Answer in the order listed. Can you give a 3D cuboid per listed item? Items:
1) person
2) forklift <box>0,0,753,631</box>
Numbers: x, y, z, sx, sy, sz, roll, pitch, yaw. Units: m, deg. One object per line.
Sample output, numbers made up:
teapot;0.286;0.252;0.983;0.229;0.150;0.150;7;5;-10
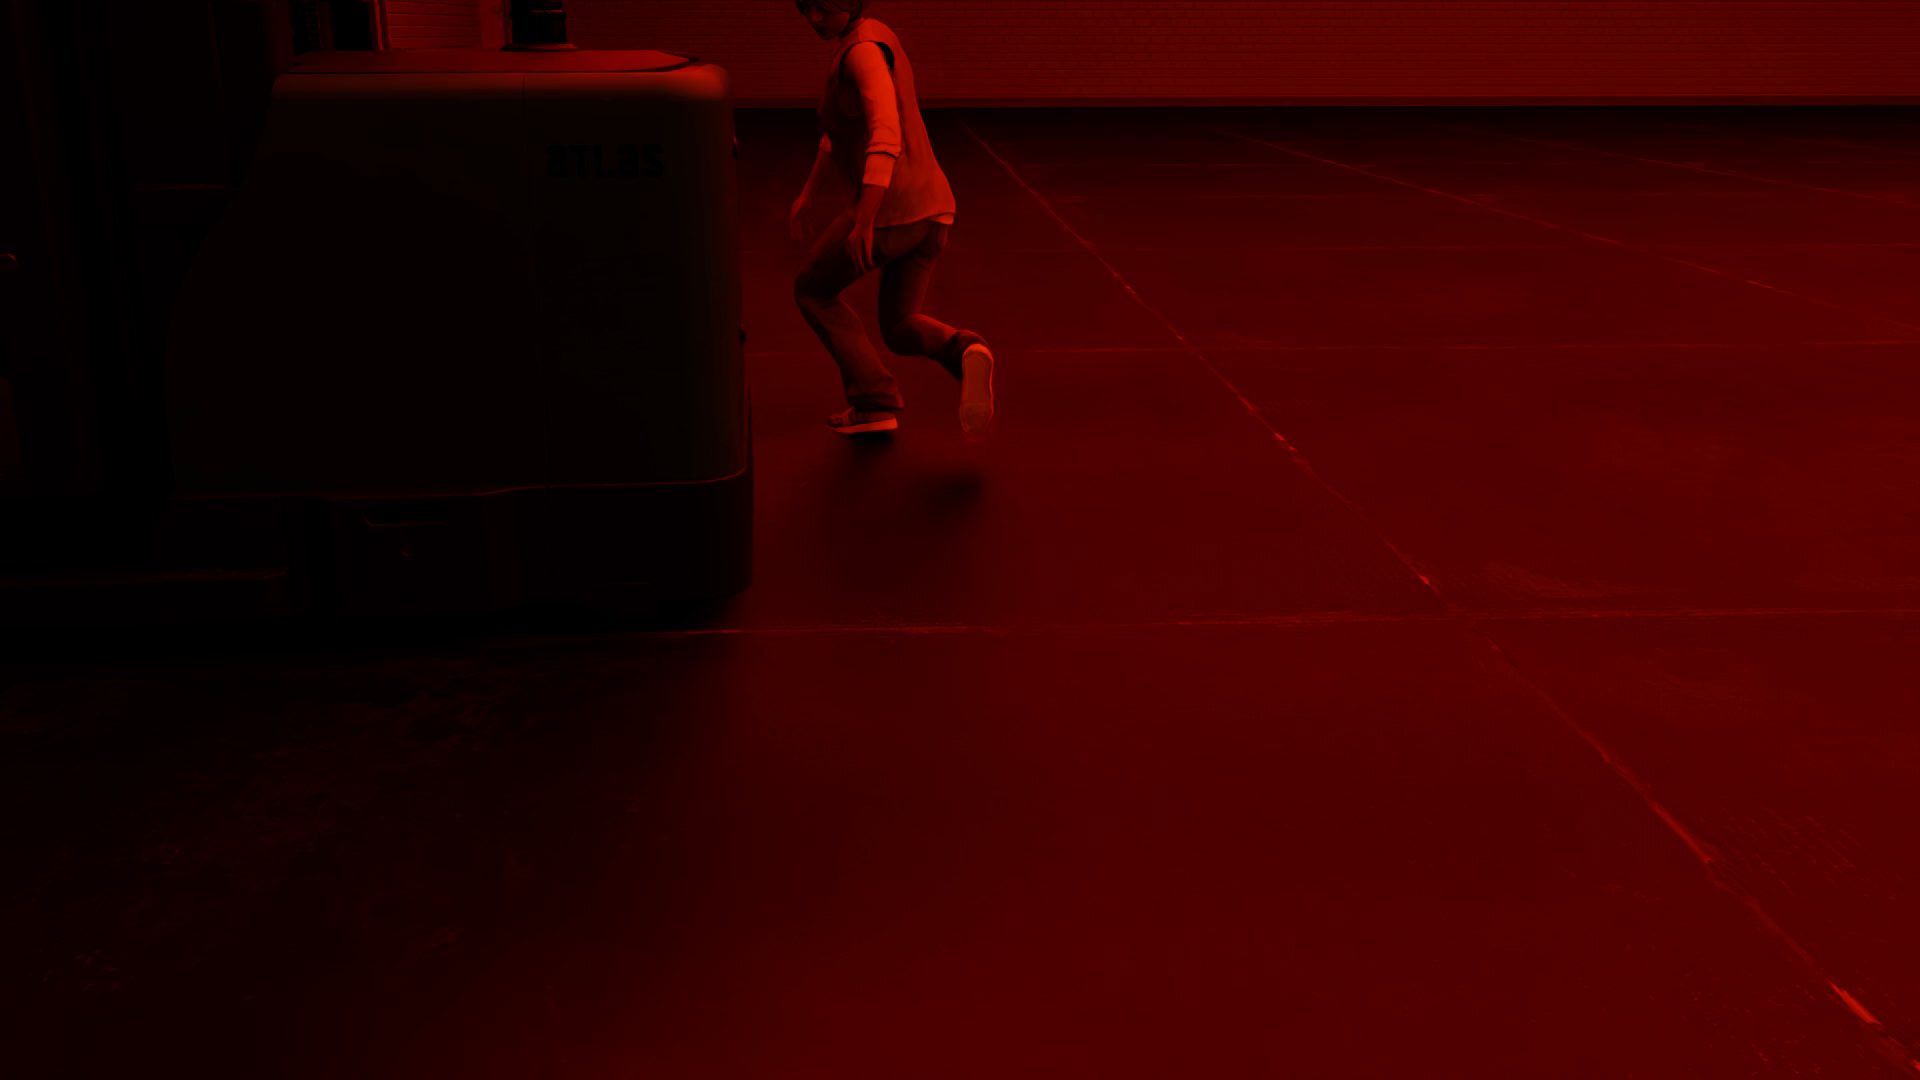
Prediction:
person;-0.230;-0.932;4.689;0.746;1.376;0.541;9;19;28
forklift;-1.980;-1.321;3.224;3.031;2.935;1.130;-2;17;-6
